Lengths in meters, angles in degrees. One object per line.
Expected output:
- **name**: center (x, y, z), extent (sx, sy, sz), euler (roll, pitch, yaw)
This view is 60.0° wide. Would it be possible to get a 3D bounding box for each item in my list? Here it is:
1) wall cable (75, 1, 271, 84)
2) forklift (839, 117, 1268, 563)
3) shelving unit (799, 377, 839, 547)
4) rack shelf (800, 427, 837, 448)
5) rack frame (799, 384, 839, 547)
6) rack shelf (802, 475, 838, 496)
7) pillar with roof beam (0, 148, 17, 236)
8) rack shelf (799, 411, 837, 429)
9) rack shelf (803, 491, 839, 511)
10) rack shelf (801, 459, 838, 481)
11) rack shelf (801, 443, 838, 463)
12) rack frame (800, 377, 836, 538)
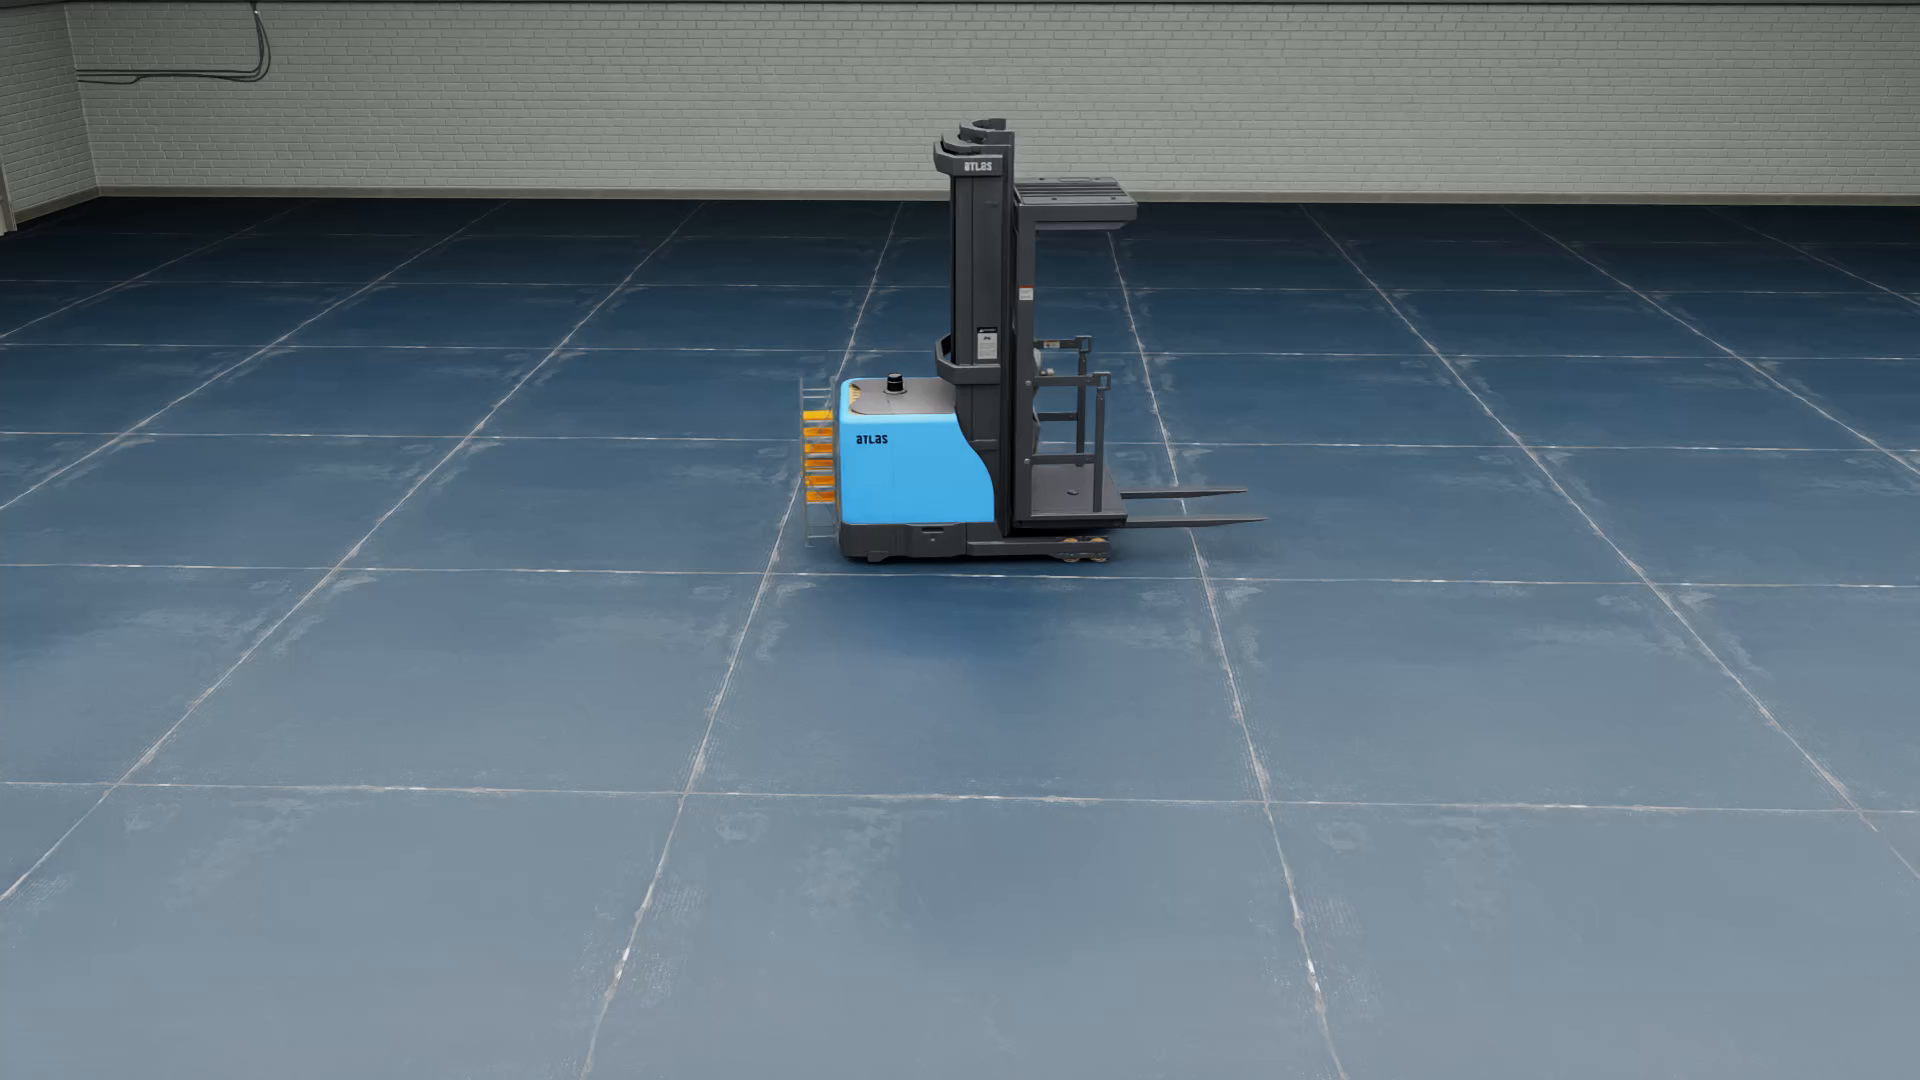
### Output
- **wall cable**: center (-11.867, -8.042, 24.609), extent (3.097, 2.526, 0.112), euler (1, 21, 2)
- **forklift**: center (0.659, -1.400, 11.584), extent (3.031, 2.935, 1.130), euler (-1, 21, -3)
- **shelving unit**: center (-0.995, -0.543, 11.771), extent (0.258, 1.200, 0.189), euler (-2, 21, -4)
- **rack shelf**: center (-0.995, -0.726, 11.700), extent (0.258, 0.103, 0.180), euler (-2, 21, -4)
- **rack frame**: center (-0.987, -0.510, 11.686), extent (0.240, 1.200, 0.006), euler (-2, 21, -4)
- **rack shelf**: center (-0.995, -0.390, 11.830), extent (0.258, 0.103, 0.180), euler (-2, 21, -4)
- **pillar with roof beam**: center (-8.975, -8.392, 21.217), extent (9.100, 9.000, 0.400), euler (1, 21, 2)
- **rack shelf**: center (-0.995, -0.838, 11.657), extent (0.258, 0.103, 0.180), euler (-2, 21, -4)
- **rack shelf**: center (-0.995, -0.278, 11.874), extent (0.258, 0.103, 0.180), euler (-2, 21, -4)
- **rack shelf**: center (-0.995, -0.502, 11.787), extent (0.258, 0.103, 0.180), euler (-2, 21, -4)
- **rack shelf**: center (-0.995, -0.614, 11.744), extent (0.258, 0.103, 0.180), euler (-2, 21, -4)
- **rack frame**: center (-1.002, -0.576, 11.856), extent (0.240, 1.200, 0.006), euler (-2, 21, -4)
